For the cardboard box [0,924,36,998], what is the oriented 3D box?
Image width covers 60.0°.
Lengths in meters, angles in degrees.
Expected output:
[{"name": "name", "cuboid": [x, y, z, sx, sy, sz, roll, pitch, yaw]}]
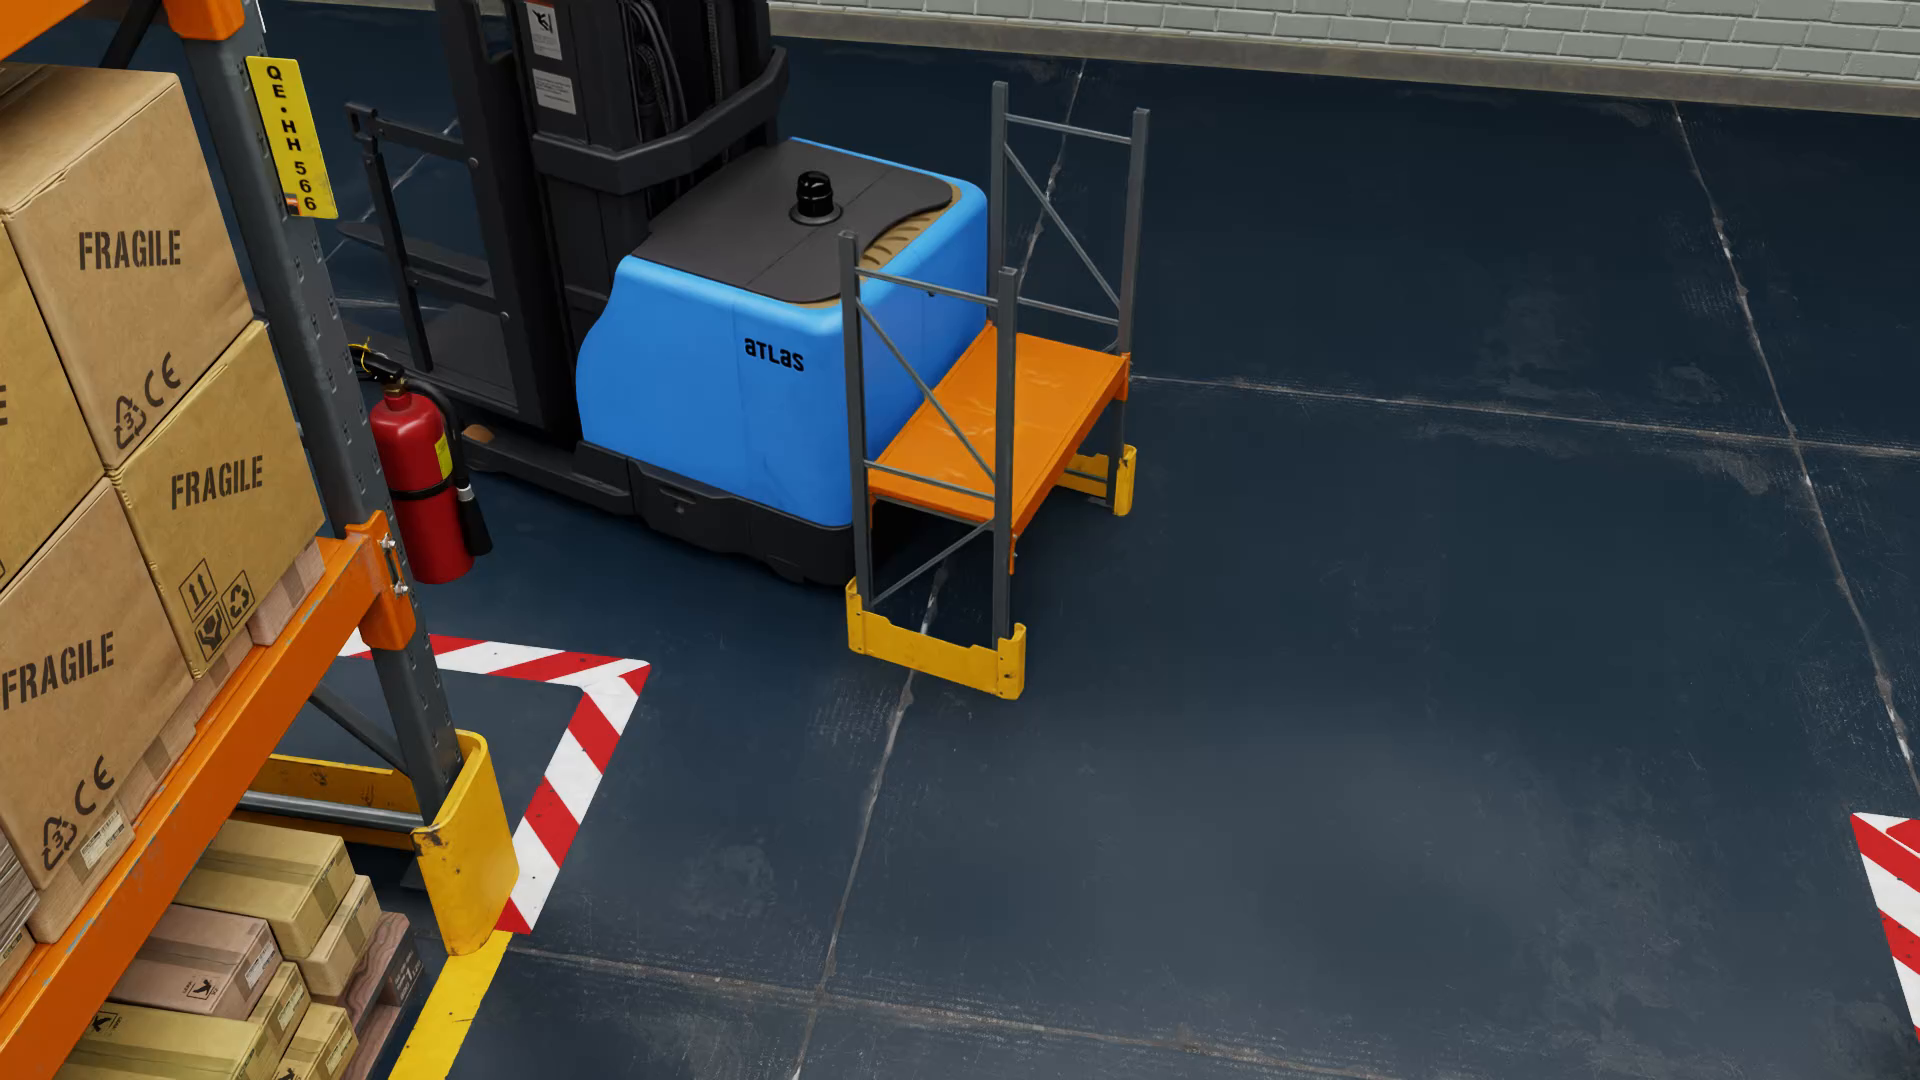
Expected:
[{"name": "cardboard box", "cuboid": [-1.791, 0.703, 2.742, 0.380, 0.149, 0.250, 5, 40, 6]}]

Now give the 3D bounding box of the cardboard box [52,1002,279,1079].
[{"name": "cardboard box", "cuboid": [-1.671, 1.131, 3.469, 0.380, 0.149, 0.250, 6, 40, 7]}]

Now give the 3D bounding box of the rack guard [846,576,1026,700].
[{"name": "rack guard", "cuboid": [-0.078, 0.304, 5.186, 0.587, 0.250, 0.087, 16, 42, 18]}]

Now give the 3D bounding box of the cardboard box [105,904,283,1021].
[{"name": "cardboard box", "cuboid": [-1.751, 0.954, 3.683, 0.380, 0.149, 0.250, 7, 40, 9]}]

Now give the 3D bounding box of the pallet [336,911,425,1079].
[{"name": "pallet", "cuboid": [-1.997, 1.363, 3.935, 1.003, 0.211, 1.213, 6, 40, 8]}]

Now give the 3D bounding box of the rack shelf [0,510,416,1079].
[{"name": "rack shelf", "cuboid": [-2.155, 1.267, 2.428, 1.077, 0.370, 4.000, 6, 40, 8]}]

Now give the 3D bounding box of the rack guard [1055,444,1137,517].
[{"name": "rack guard", "cuboid": [0.331, -0.275, 5.886, 0.587, 0.250, 0.087, 16, 42, 18]}]

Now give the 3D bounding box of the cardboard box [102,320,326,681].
[{"name": "cardboard box", "cuboid": [-1.633, -0.108, 3.215, 0.500, 0.500, 0.500, 7, 40, 9]}]

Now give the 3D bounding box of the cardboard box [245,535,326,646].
[{"name": "cardboard box", "cuboid": [-1.587, 0.067, 3.511, 0.380, 0.149, 0.250, 6, 40, 8]}]

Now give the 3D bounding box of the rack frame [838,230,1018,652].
[{"name": "rack frame", "cuboid": [-0.086, -0.166, 4.774, 0.500, 1.500, 0.032, 16, 42, 18]}]

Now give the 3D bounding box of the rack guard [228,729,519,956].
[{"name": "rack guard", "cuboid": [-1.822, 0.746, 4.455, 1.175, 0.500, 0.348, 6, 40, 8]}]

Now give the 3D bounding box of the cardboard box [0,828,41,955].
[{"name": "cardboard box", "cuboid": [-1.806, 0.534, 2.438, 0.500, 0.500, 0.500, 7, 40, 8]}]

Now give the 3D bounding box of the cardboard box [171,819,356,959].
[{"name": "cardboard box", "cuboid": [-1.651, 0.803, 3.866, 0.380, 0.149, 0.250, 7, 40, 8]}]

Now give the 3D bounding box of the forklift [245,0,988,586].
[{"name": "forklift", "cuboid": [-1.435, -1.655, 5.452, 3.031, 2.935, 1.130, 19, 43, 22]}]

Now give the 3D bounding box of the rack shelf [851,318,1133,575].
[{"name": "rack shelf", "cuboid": [0.123, -0.323, 5.246, 0.538, 0.185, 1.000, 16, 42, 18]}]

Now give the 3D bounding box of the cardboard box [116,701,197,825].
[{"name": "cardboard box", "cuboid": [-1.695, 0.378, 3.135, 0.380, 0.149, 0.250, 6, 40, 7]}]

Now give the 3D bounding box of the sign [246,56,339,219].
[{"name": "sign", "cuboid": [-1.266, -0.759, 3.158, 0.100, 0.325, 0.005, 6, 40, 8]}]

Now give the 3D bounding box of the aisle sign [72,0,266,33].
[{"name": "aisle sign", "cuboid": [-1.501, -1.280, 2.904, 0.394, 0.787, 0.004, 6, 40, 8]}]

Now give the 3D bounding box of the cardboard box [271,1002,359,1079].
[{"name": "cardboard box", "cuboid": [-1.639, 1.198, 3.855, 0.380, 0.149, 0.250, 8, 40, 9]}]

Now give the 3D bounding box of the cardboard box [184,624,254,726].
[{"name": "cardboard box", "cuboid": [-1.667, 0.219, 3.328, 0.380, 0.149, 0.250, 6, 40, 8]}]

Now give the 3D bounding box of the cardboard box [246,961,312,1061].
[{"name": "cardboard box", "cuboid": [-1.717, 1.078, 3.766, 0.380, 0.149, 0.250, 6, 40, 7]}]

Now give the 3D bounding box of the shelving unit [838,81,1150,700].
[{"name": "shelving unit", "cuboid": [0.126, -0.467, 5.138, 0.587, 1.500, 1.083, 16, 42, 18]}]

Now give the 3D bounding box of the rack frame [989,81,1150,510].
[{"name": "rack frame", "cuboid": [0.331, -0.757, 5.489, 0.500, 1.500, 0.032, 16, 42, 18]}]

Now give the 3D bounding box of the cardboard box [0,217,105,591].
[{"name": "cardboard box", "cuboid": [-1.731, -0.171, 2.506, 0.500, 0.500, 0.500, 5, 40, 6]}]

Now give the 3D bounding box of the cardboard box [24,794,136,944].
[{"name": "cardboard box", "cuboid": [-1.717, 0.541, 2.939, 0.380, 0.149, 0.250, 7, 40, 9]}]

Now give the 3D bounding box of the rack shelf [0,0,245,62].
[{"name": "rack shelf", "cuboid": [-2.155, 0.111, 1.472, 1.077, 0.370, 4.000, 6, 40, 8]}]

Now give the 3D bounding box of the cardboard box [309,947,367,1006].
[{"name": "cardboard box", "cuboid": [-1.694, 1.025, 4.064, 0.380, 0.149, 0.250, 7, 40, 8]}]

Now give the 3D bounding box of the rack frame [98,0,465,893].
[{"name": "rack frame", "cuboid": [-1.809, -0.265, 3.717, 1.000, 3.000, 0.127, 6, 40, 8]}]

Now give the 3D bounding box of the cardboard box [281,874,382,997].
[{"name": "cardboard box", "cuboid": [-1.619, 0.920, 3.958, 0.380, 0.149, 0.250, 5, 40, 6]}]

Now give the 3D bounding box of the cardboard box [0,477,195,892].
[{"name": "cardboard box", "cuboid": [-1.727, 0.215, 2.824, 0.500, 0.500, 0.500, 6, 40, 7]}]

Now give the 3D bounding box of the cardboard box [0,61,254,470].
[{"name": "cardboard box", "cuboid": [-1.643, -0.489, 2.891, 0.500, 0.500, 0.500, 6, 40, 7]}]

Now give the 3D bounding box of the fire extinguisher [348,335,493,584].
[{"name": "fire extinguisher", "cuboid": [-1.311, -0.199, 3.990, 0.296, 0.674, 0.183, 6, 40, 8]}]
